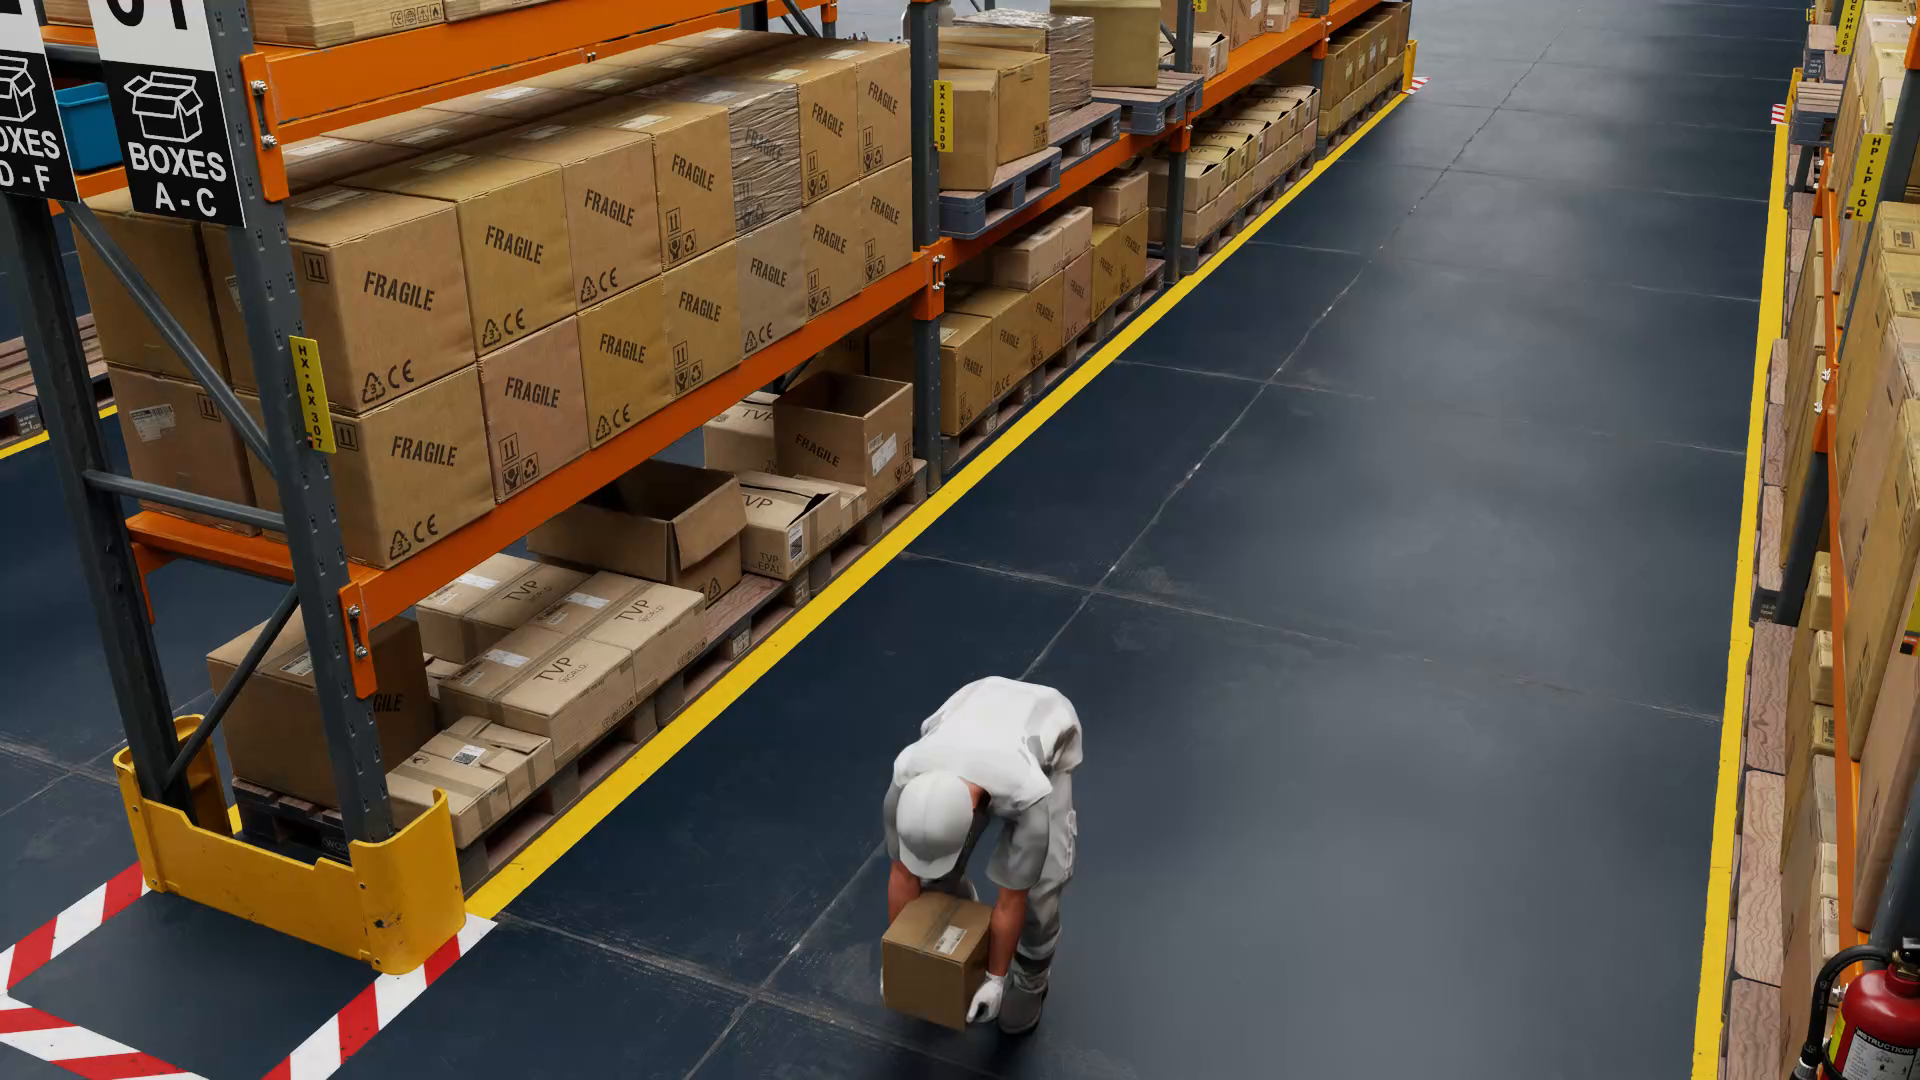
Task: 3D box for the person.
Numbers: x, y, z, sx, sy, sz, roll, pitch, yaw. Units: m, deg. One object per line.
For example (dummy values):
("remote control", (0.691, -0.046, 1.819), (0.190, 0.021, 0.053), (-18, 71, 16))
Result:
("person", (0.050, 0.971, 4.827), (0.512, 1.136, 0.950), (10, 28, 20))
